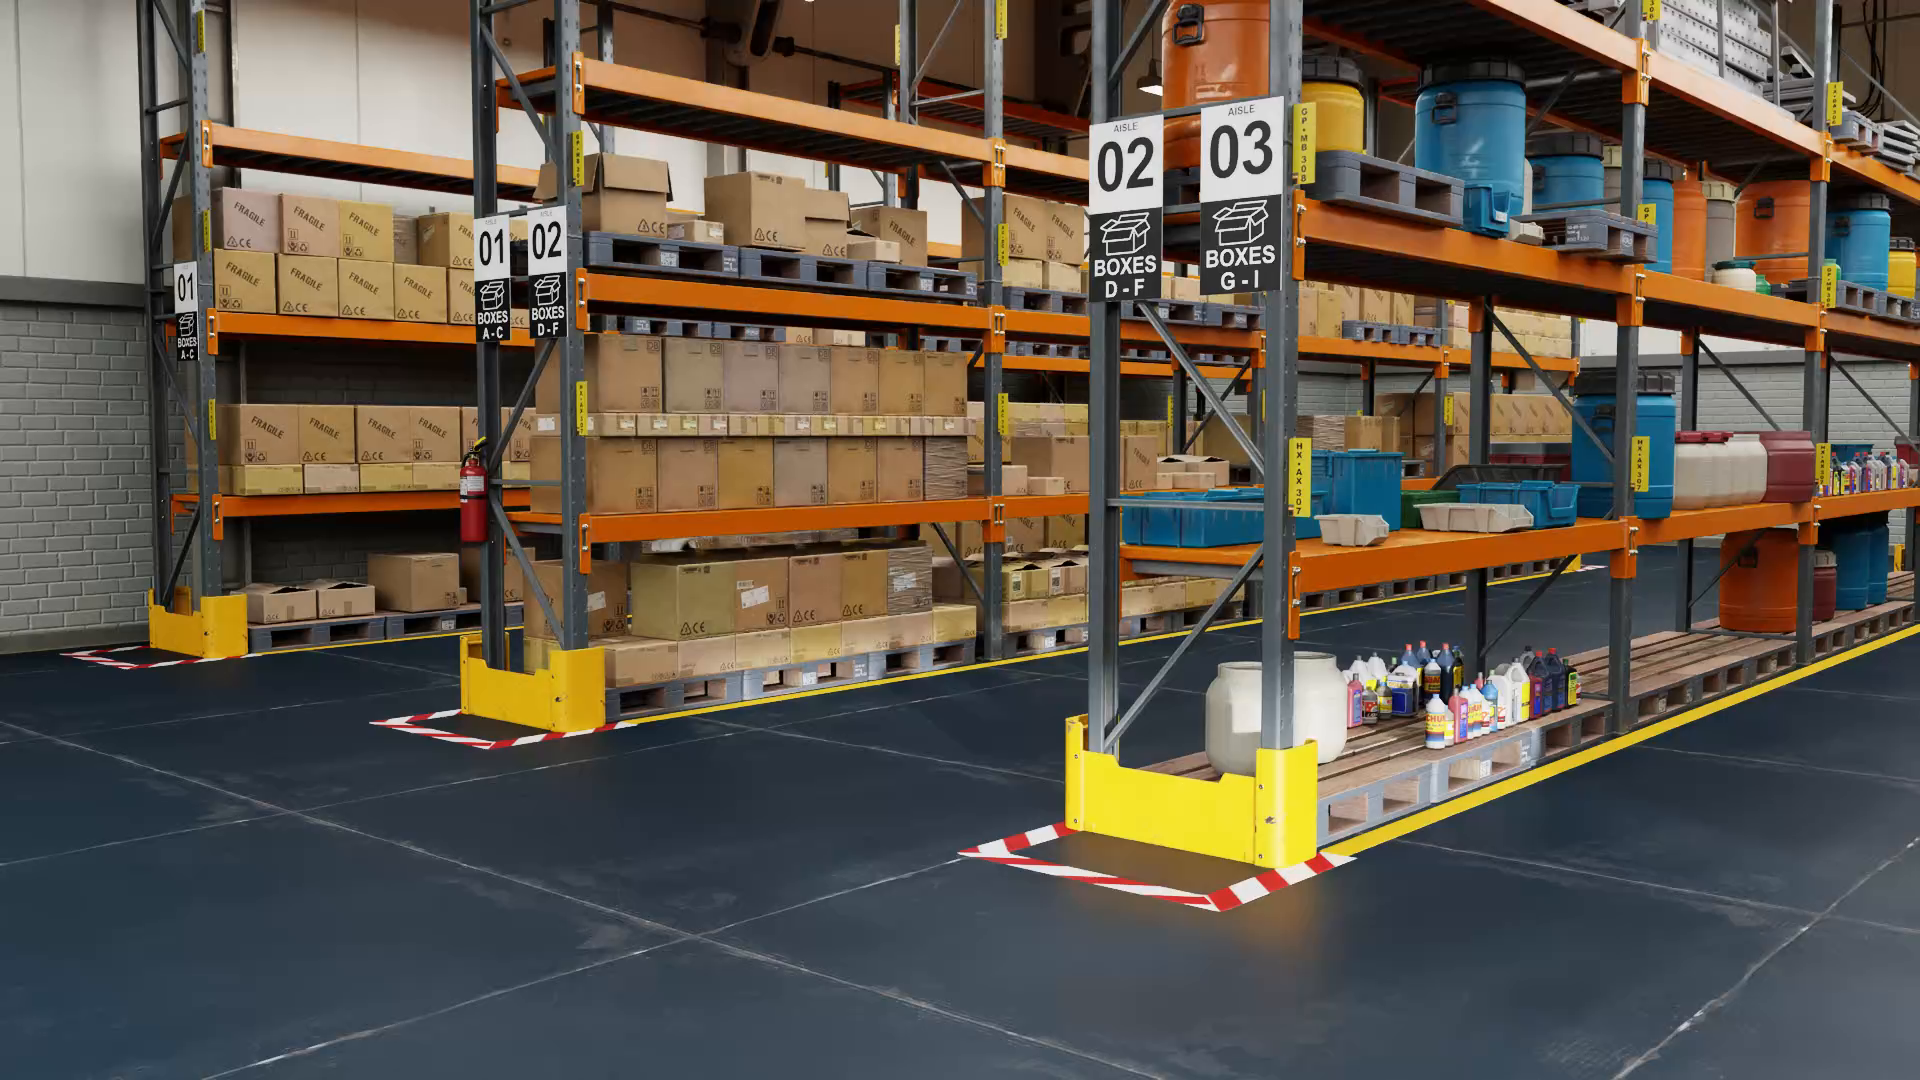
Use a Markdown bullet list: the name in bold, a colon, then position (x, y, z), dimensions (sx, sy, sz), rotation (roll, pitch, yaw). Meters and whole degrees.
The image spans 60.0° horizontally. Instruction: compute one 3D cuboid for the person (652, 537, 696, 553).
- **person**: position (-2.341, 0.112, 13.322), dimensions (0.505, 1.630, 0.978), rotation (3, 5, 41)
